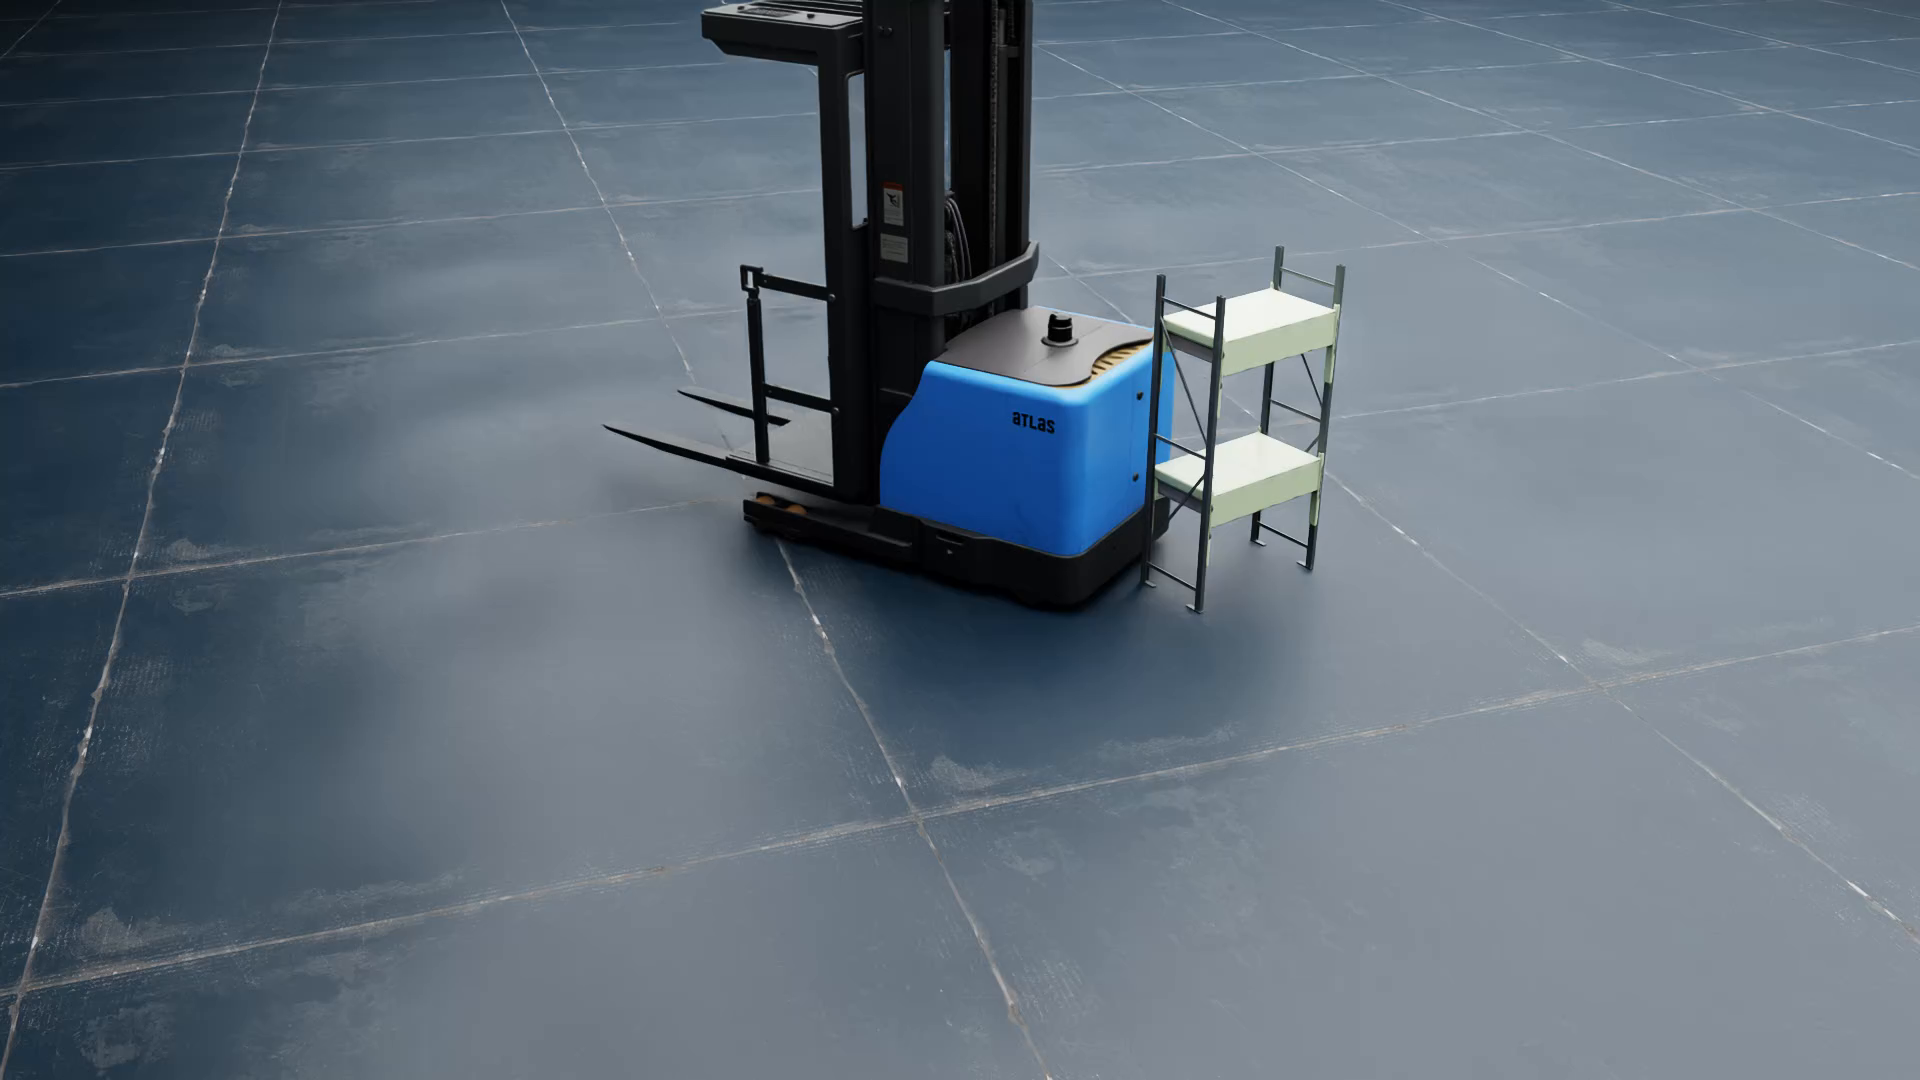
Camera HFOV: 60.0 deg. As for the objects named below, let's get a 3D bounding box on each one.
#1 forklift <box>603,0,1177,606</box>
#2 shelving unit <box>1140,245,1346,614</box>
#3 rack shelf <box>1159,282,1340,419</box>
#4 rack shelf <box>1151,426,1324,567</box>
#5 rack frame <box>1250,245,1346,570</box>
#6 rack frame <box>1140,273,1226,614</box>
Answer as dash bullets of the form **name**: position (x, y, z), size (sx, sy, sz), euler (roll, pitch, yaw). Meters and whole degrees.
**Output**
- **forklift**: position (-0.483, -1.498, 7.972), size (3.031, 2.935, 1.130), euler (16, 31, 29)
- **shelving unit**: position (1.274, -0.506, 7.582), size (0.755, 1.500, 0.431), euler (-18, 32, -32)
- **rack shelf**: position (1.274, -0.855, 7.408), size (0.720, 0.370, 0.431), euler (-18, 32, -32)
- **rack shelf**: position (1.274, -0.214, 7.727), size (0.720, 0.370, 0.431), euler (-18, 32, -32)
- **rack frame**: position (1.567, -0.603, 7.777), size (0.023, 1.500, 0.400), euler (-18, 32, -32)
- **rack frame**: position (0.980, -0.409, 7.386), size (0.023, 1.500, 0.400), euler (-18, 32, -32)
